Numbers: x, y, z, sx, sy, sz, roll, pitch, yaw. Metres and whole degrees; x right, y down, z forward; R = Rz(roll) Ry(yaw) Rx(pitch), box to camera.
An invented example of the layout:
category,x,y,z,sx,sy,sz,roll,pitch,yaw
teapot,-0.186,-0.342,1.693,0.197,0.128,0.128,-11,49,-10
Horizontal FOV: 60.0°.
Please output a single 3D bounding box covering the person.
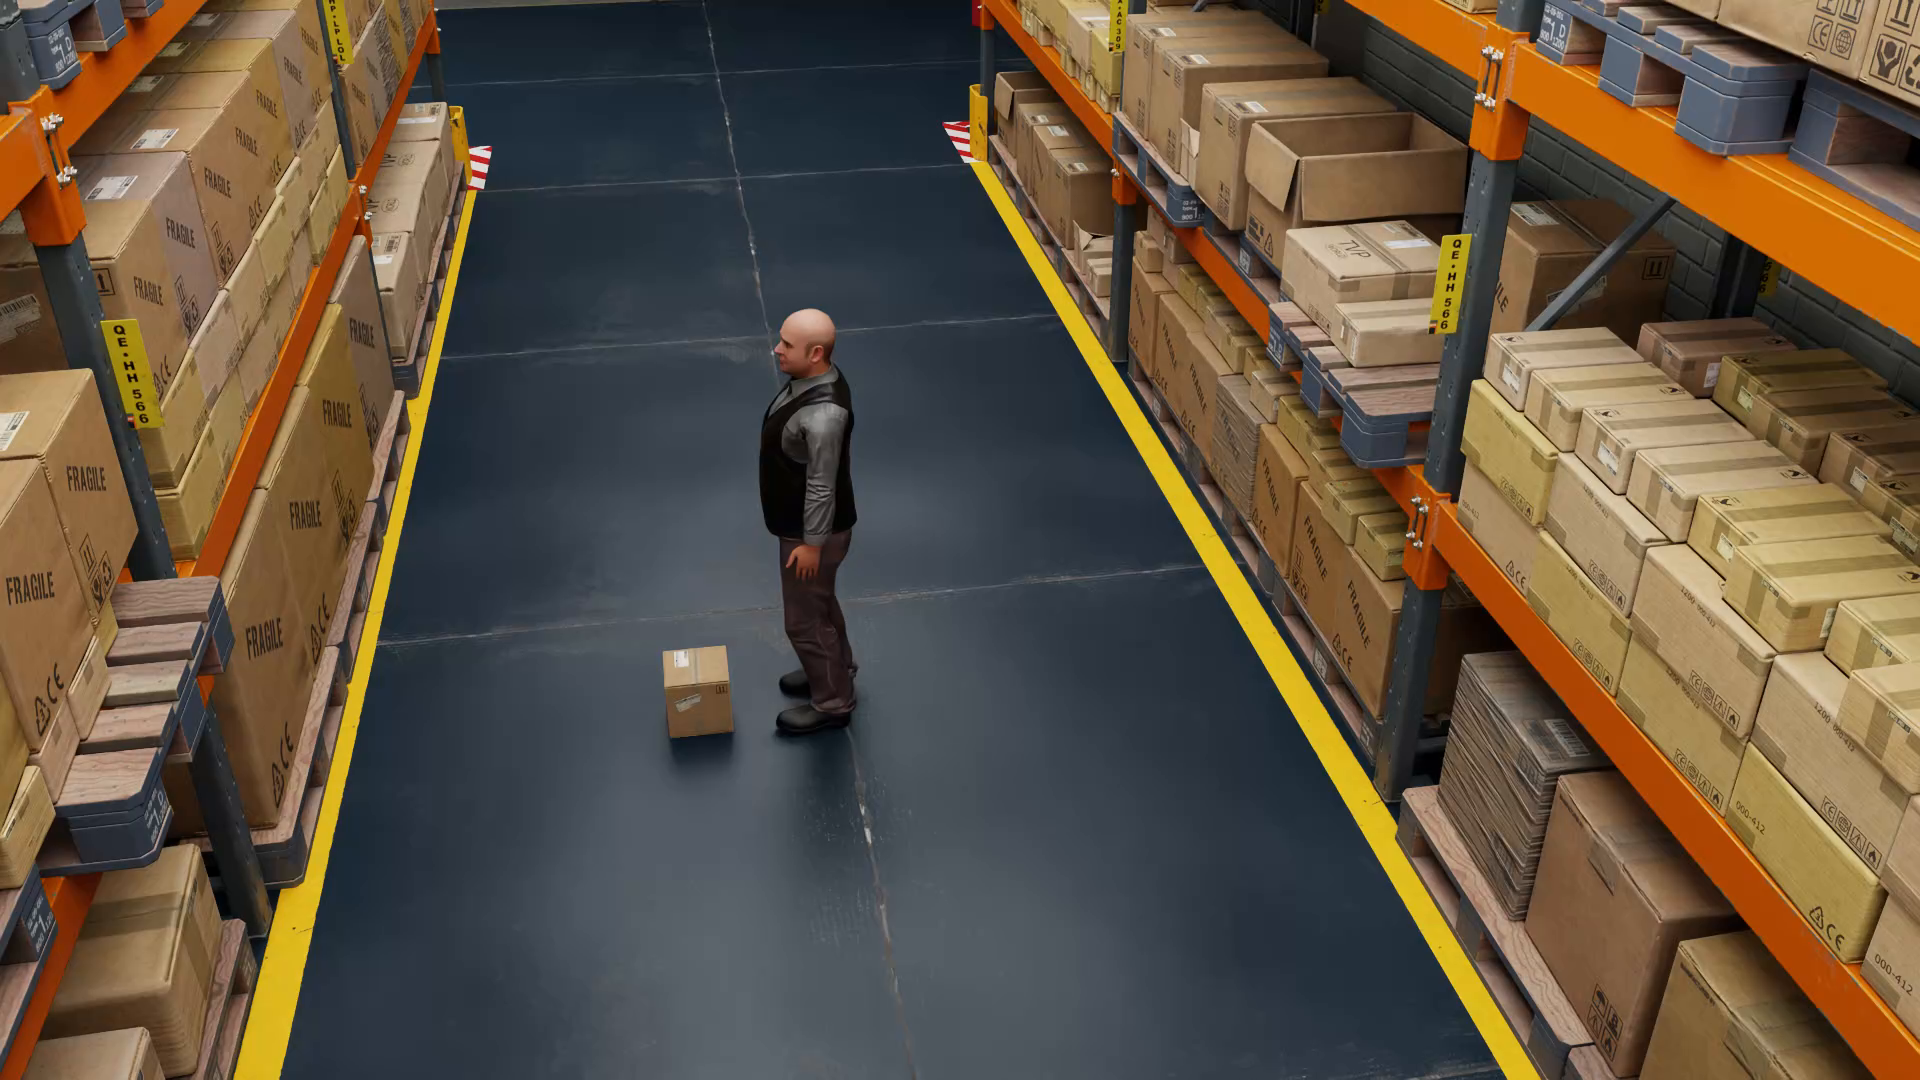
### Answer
category,x,y,z,sx,sy,sz,roll,pitch,yaw
person,-0.567,-0.062,6.268,0.360,1.716,0.531,-5,31,-8
